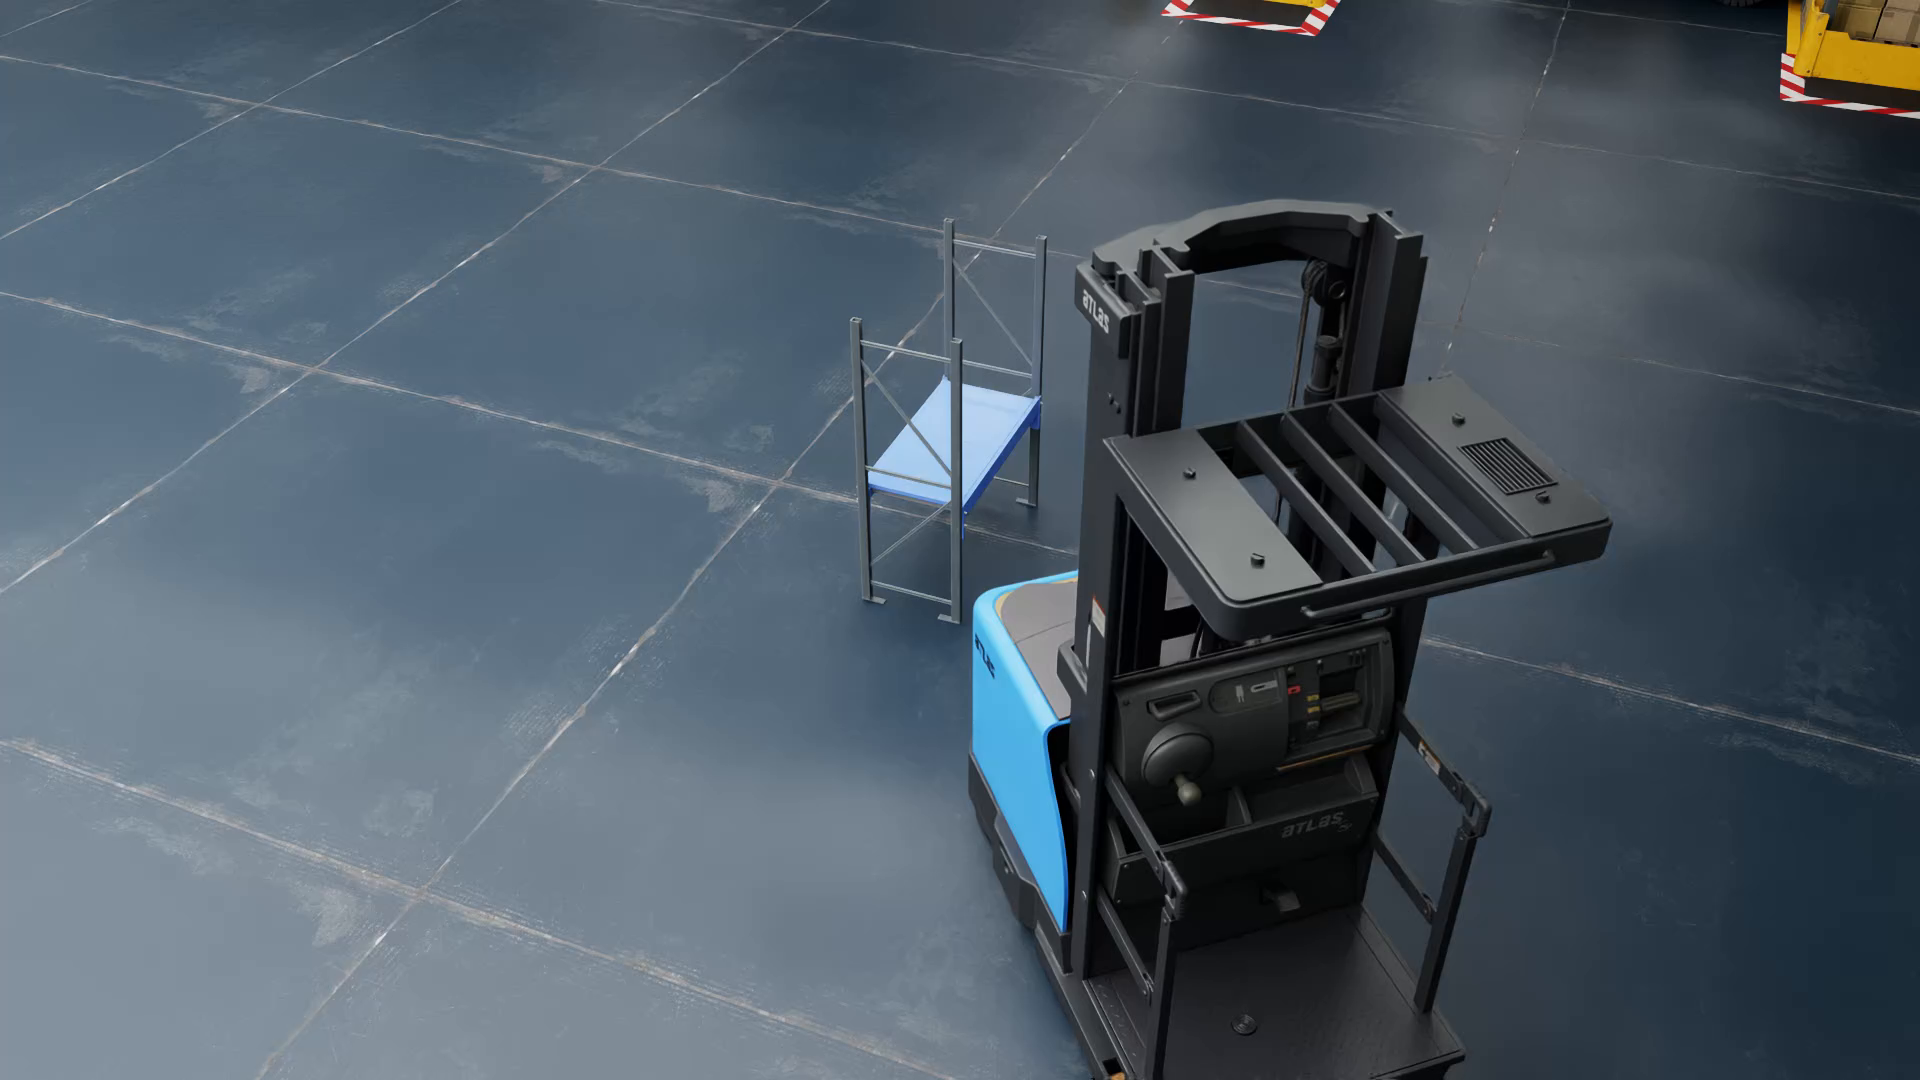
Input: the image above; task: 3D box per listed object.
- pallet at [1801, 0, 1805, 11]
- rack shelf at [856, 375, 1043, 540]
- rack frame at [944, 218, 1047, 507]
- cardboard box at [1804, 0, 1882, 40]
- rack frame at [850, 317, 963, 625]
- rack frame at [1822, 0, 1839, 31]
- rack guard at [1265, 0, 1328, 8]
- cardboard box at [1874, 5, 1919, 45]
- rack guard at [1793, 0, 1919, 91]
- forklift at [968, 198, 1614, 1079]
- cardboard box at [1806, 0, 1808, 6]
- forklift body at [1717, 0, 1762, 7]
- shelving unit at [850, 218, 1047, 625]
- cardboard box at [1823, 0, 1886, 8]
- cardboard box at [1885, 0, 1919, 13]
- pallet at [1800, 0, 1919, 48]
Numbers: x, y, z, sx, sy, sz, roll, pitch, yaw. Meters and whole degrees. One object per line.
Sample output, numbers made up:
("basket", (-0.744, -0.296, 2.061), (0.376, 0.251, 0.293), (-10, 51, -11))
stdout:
("pallet", (7.942, -4.856, 14.570), (1.003, 0.211, 1.213), (14, 39, 18))
("rack shelf", (-0.032, -0.409, 7.845), (0.538, 0.185, 1.000), (14, 39, 18))
("rack frame", (0.161, -0.835, 8.114), (0.500, 1.500, 0.032), (14, 39, 18))
("cardboard box", (7.111, -4.266, 13.397), (0.500, 0.250, 0.500), (14, 39, 18))
("rack frame", (-0.226, -0.272, 7.361), (0.500, 1.500, 0.032), (14, 39, 18))
("rack frame", (7.225, -4.867, 12.256), (1.000, 3.000, 0.127), (14, 39, 18))
("rack guard", (2.662, -5.036, 14.570), (1.175, 0.500, 0.348), (14, 39, 18))
("cardboard box", (7.592, -4.161, 13.257), (0.500, 0.250, 0.500), (14, 39, 18))
("rack guard", (7.215, -3.852, 12.986), (1.175, 0.500, 0.348), (14, 39, 18))
("forklift", (0.992, 0.619, 4.973), (1.130, 2.935, 3.031), (-12, 38, -15))
("cardboard box", (7.309, -4.539, 13.763), (0.500, 0.250, 0.500), (14, 39, 18))
("forklift body", (6.259, -5.992, 14.470), (2.313, 2.155, 1.214), (14, 39, 18))
("shelving unit", (-0.032, -0.554, 7.738), (0.538, 1.500, 1.048), (14, 39, 18))
("cardboard box", (7.121, -4.475, 13.259), (0.500, 0.250, 0.500), (13, 39, 17))
("cardboard box", (7.595, -4.347, 13.088), (0.500, 0.250, 0.500), (15, 39, 19))
("pallet", (7.477, -4.183, 13.670), (1.003, 0.211, 1.213), (14, 39, 18))
